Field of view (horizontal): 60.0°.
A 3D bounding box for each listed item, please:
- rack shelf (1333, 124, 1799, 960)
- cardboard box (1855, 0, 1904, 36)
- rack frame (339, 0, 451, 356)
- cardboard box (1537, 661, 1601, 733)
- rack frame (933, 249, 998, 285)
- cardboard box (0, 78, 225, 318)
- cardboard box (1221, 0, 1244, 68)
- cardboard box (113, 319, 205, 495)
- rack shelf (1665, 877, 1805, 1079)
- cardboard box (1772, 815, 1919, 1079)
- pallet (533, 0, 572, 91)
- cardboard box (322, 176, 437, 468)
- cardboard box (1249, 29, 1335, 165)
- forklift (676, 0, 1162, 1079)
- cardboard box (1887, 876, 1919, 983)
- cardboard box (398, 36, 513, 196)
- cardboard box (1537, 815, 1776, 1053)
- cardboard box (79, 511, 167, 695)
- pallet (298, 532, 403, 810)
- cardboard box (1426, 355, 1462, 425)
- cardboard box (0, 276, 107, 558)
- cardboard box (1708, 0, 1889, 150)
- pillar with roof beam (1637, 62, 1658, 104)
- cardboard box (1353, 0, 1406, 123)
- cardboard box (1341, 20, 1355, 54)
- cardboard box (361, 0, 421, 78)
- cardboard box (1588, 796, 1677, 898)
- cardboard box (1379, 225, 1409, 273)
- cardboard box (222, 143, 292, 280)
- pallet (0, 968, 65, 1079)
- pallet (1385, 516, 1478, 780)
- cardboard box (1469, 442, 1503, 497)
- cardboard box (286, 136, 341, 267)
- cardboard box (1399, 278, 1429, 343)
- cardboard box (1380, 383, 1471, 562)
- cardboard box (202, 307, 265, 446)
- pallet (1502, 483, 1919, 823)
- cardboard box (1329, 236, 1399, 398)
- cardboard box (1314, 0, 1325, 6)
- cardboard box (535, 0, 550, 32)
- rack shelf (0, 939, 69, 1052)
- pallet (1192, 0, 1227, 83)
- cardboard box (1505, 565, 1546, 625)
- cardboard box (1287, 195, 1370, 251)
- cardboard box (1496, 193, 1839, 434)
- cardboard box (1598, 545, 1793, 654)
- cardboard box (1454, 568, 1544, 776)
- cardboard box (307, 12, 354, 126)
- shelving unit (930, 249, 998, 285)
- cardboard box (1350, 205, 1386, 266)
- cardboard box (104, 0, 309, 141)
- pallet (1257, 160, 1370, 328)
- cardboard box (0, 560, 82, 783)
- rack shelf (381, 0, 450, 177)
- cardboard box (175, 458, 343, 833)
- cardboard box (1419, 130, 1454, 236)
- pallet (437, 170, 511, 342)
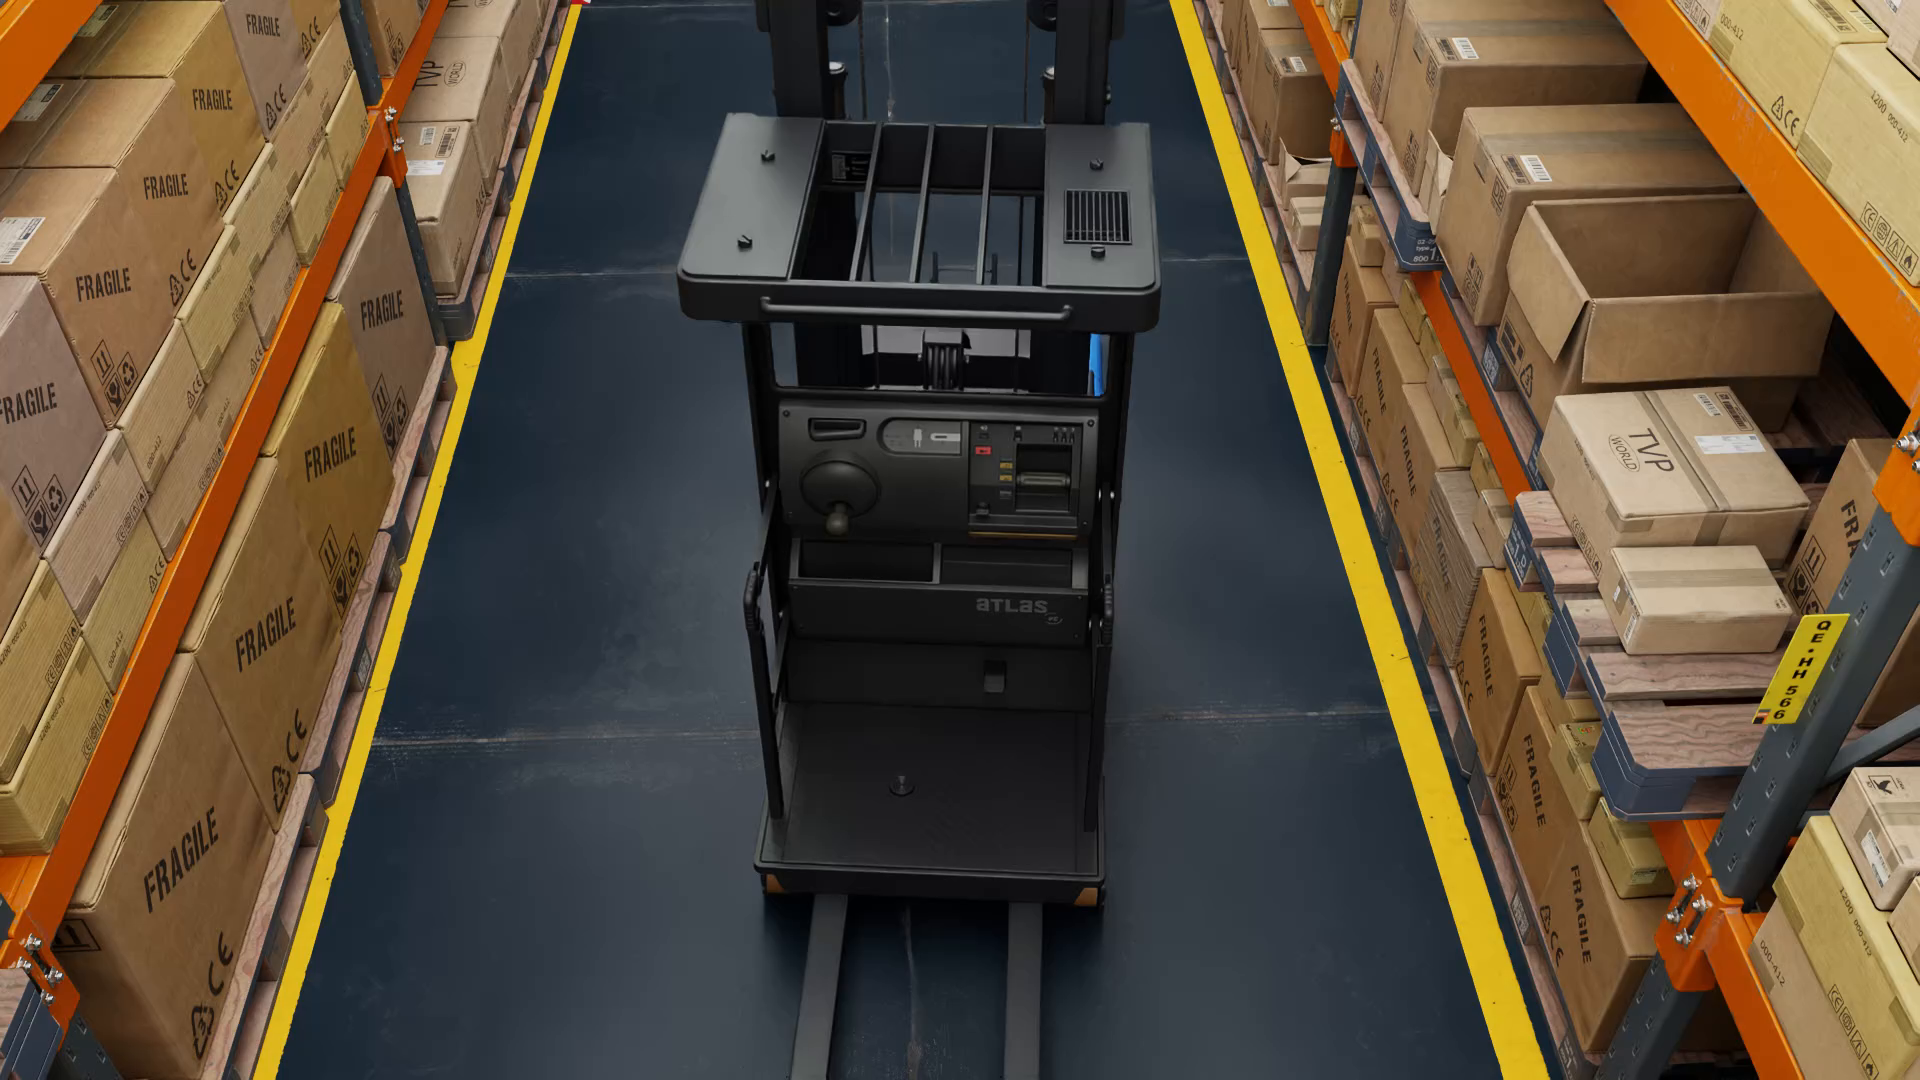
[{"bbox_3d":[2.195,-0.439,5.541,1.077,0.370,4.000,-2,43,-2],"label":"rack shelf"},{"bbox_3d":[2.047,-1.137,3.367,0.380,0.149,0.250,-1,43,-1],"label":"cardboard box"},{"bbox_3d":[-2.849,-1.909,6.613,1.000,3.000,0.127,-2,43,-2],"label":"rack frame"},{"bbox_3d":[1.996,0.485,5.060,0.380,0.149,0.250,-3,43,-3],"label":"cardboard box"},{"bbox_3d":[0.019,-0.626,6.545,0.240,1.200,0.006,2,43,2],"label":"rack frame"},{"bbox_3d":[-2.511,-0.979,4.785,0.500,0.500,0.500,-1,43,-1],"label":"cardboard box"},{"bbox_3d":[1.868,-2.994,9.336,0.700,0.500,0.500,0,43,0],"label":"cardboard box"},{"bbox_3d":[-2.484,-0.373,4.678,0.500,0.250,0.500,-2,43,-2],"label":"cardboard box"},{"bbox_3d":[2.364,2.261,2.595,1.077,0.370,4.000,-2,43,-2],"label":"rack shelf"},{"bbox_3d":[2.029,0.824,3.372,0.500,0.250,0.500,-2,43,-2],"label":"cardboard box"},{"bbox_3d":[-2.907,-3.044,9.915,1.003,0.211,1.213,-2,43,-2],"label":"pallet"},{"bbox_3d":[-2.743,-0.865,6.735,0.875,0.875,0.875,0,43,0],"label":"cardboard box"},{"bbox_3d":[1.913,-2.293,8.571,0.700,0.500,0.500,-3,43,-3],"label":"cardboard box"},{"bbox_3d":[-0.073,-0.114,4.705,1.130,2.935,3.031,2,43,2],"label":"forklift"},{"bbox_3d":[2.011,0.774,3.132,0.380,0.149,0.250,-1,43,-1],"label":"cardboard box"},{"bbox_3d":[-2.808,-2.151,8.462,0.875,0.438,0.875,-3,43,-3],"label":"cardboard box"},{"bbox_3d":[2.047,1.133,4.833,0.500,0.500,0.500,-1,43,-1],"label":"cardboard box"},{"bbox_3d":[-2.488,0.163,4.464,0.500,0.250,0.500,-3,43,-3],"label":"cardboard box"},{"bbox_3d":[-2.687,0.463,6.089,1.003,0.211,1.213,-2,43,-2],"label":"pallet"},{"bbox_3d":[1.969,-0.565,6.205,0.380,0.149,0.250,-2,43,-2],"label":"cardboard box"},{"bbox_3d":[-2.487,-0.289,4.031,0.500,0.500,0.500,-1,43,-2],"label":"cardboard box"},{"bbox_3d":[1.993,-1.083,3.603,0.500,0.250,0.500,-2,43,-2],"label":"cardboard box"},{"bbox_3d":[-1.321,-4.638,5.150,9.100,9.000,0.400,-2,43,-2],"label":"pillar with roof beam"},{"bbox_3d":[1.907,-1.913,6.232,0.700,0.500,0.500,-1,43,-1],"label":"cardboard box"},{"bbox_3d":[1.844,-2.170,7.083,0.380,0.149,0.250,-1,43,-1],"label":"cardboard box"},{"bbox_3d":[-2.608,-2.271,6.933,0.500,0.500,0.500,0,43,0],"label":"cardboard box"},{"bbox_3d":[2.005,0.847,4.665,0.380,0.149,0.250,-4,43,-4],"label":"cardboard box"},{"bbox_3d":[1.918,-1.213,6.692,0.380,0.149,0.250,-4,43,-4],"label":"cardboard box"},{"bbox_3d":[-2.531,-1.061,5.429,0.500,0.250,0.500,-1,43,-1],"label":"cardboard box"},{"bbox_3d":[-2.543,1.340,3.210,1.213,0.211,1.003,-2,43,-2],"label":"pallet"},{"bbox_3d":[2.237,0.347,6.215,1.003,0.211,1.213,-2,43,-2],"label":"pallet"},{"bbox_3d":[2.018,-0.216,5.825,0.380,0.149,0.250,-1,43,-2],"label":"cardboard box"},{"bbox_3d":[-2.558,-1.215,5.966,0.500,0.250,0.500,-2,43,-2],"label":"cardboard box"},{"bbox_3d":[1.970,-0.919,6.592,0.380,0.149,0.250,-4,43,-4],"label":"cardboard box"},{"bbox_3d":[1.955,-0.258,6.351,0.500,0.500,0.500,-3,43,-3],"label":"cardboard box"},{"bbox_3d":[-2.529,-0.525,5.214,0.500,0.250,0.500,-2,43,-2],"label":"cardboard box"},{"bbox_3d":[2.181,0.261,4.387,1.213,0.211,1.003,-2,43,-2],"label":"pallet"},{"bbox_3d":[1.905,-0.955,7.111,0.500,0.500,0.500,0,43,0],"label":"cardboard box"},{"bbox_3d":[1.776,-2.520,7.465,0.380,0.149,0.250,-1,43,-1],"label":"cardboard box"},{"bbox_3d":[-2.891,-3.377,9.800,0.875,0.438,0.875,-3,43,-3],"label":"cardboard box"},{"bbox_3d":[-2.595,2.406,2.437,1.077,0.370,4.000,-2,43,-2],"label":"rack shelf"},{"bbox_3d":[1.978,-3.137,10.017,1.003,0.211,1.213,-2,43,-2],"label":"pallet"},{"bbox_3d":[2.019,0.137,5.440,0.380,0.149,0.250,-2,43,-2],"label":"cardboard box"},{"bbox_3d":[1.793,-1.526,7.994,0.380,0.149,0.250,-3,43,-3],"label":"cardboard box"},{"bbox_3d":[2.025,-0.643,4.845,0.797,0.503,0.637,-3,43,-3],"label":"cardboard box"},{"bbox_3d":[1.868,0.151,4.240,0.380,0.149,0.250,-1,43,-1],"label":"cardboard box"},{"bbox_3d":[2.011,0.442,5.587,0.500,0.500,0.500,0,43,0],"label":"cardboard box"},{"bbox_3d":[-2.588,-1.748,6.178,0.500,0.250,0.500,-2,43,-2],"label":"cardboard box"},{"bbox_3d":[0.015,-0.564,6.477,0.258,1.200,0.189,2,43,2],"label":"shelving unit"},{"bbox_3d":[1.859,-1.277,6.982,0.380,0.149,0.250,0,43,0],"label":"cardboard box"},{"bbox_3d":[-2.550,-1.671,5.539,0.500,0.500,0.500,-1,43,-1],"label":"cardboard box"},{"bbox_3d":[2.081,-1.490,8.219,1.003,0.211,1.213,-2,43,-2],"label":"pallet"},{"bbox_3d":[-2.454,0.313,3.930,0.500,0.250,0.500,-2,43,-2],"label":"cardboard box"},{"bbox_3d":[-2.934,-2.994,8.329,1.077,0.370,4.000,-2,43,-2],"label":"rack shelf"},{"bbox_3d":[-2.660,0.349,5.411,0.875,0.875,0.875,-1,43,-1],"label":"cardboard box"},{"bbox_3d":[1.785,-1.211,5.640,0.396,0.266,0.258,0,43,0],"label":"cardboard box"},{"bbox_3d":[-2.804,-1.397,8.118,1.003,0.211,1.213,-2,43,-2],"label":"pallet"}]
